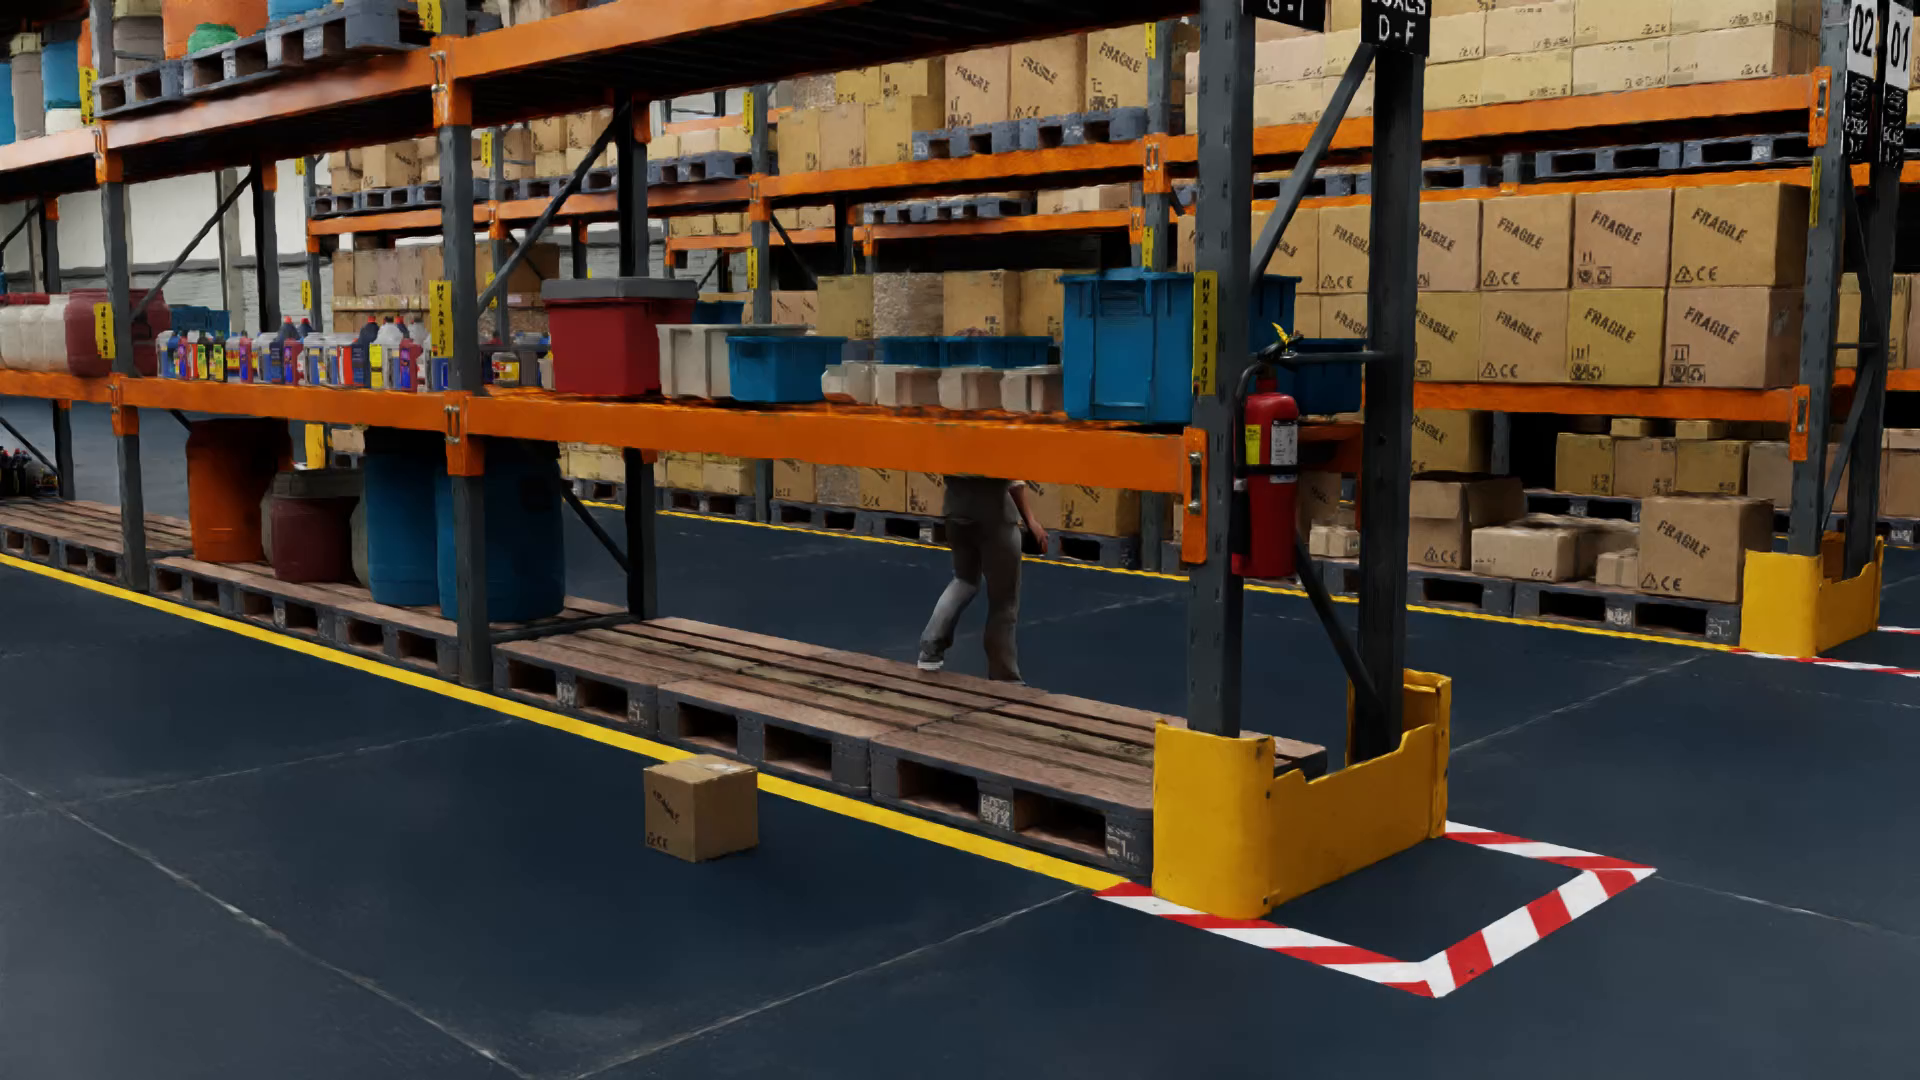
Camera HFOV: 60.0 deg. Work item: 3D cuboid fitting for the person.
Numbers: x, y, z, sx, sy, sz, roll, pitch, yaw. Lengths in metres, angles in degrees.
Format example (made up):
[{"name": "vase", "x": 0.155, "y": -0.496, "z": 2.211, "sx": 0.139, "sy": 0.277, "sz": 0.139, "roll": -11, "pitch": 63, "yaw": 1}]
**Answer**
[{"name": "person", "x": 0.113, "y": -0.068, "z": 6.727, "sx": 0.517, "sy": 1.580, "sz": 0.601, "roll": -6, "pitch": 9, "yaw": -37}]
